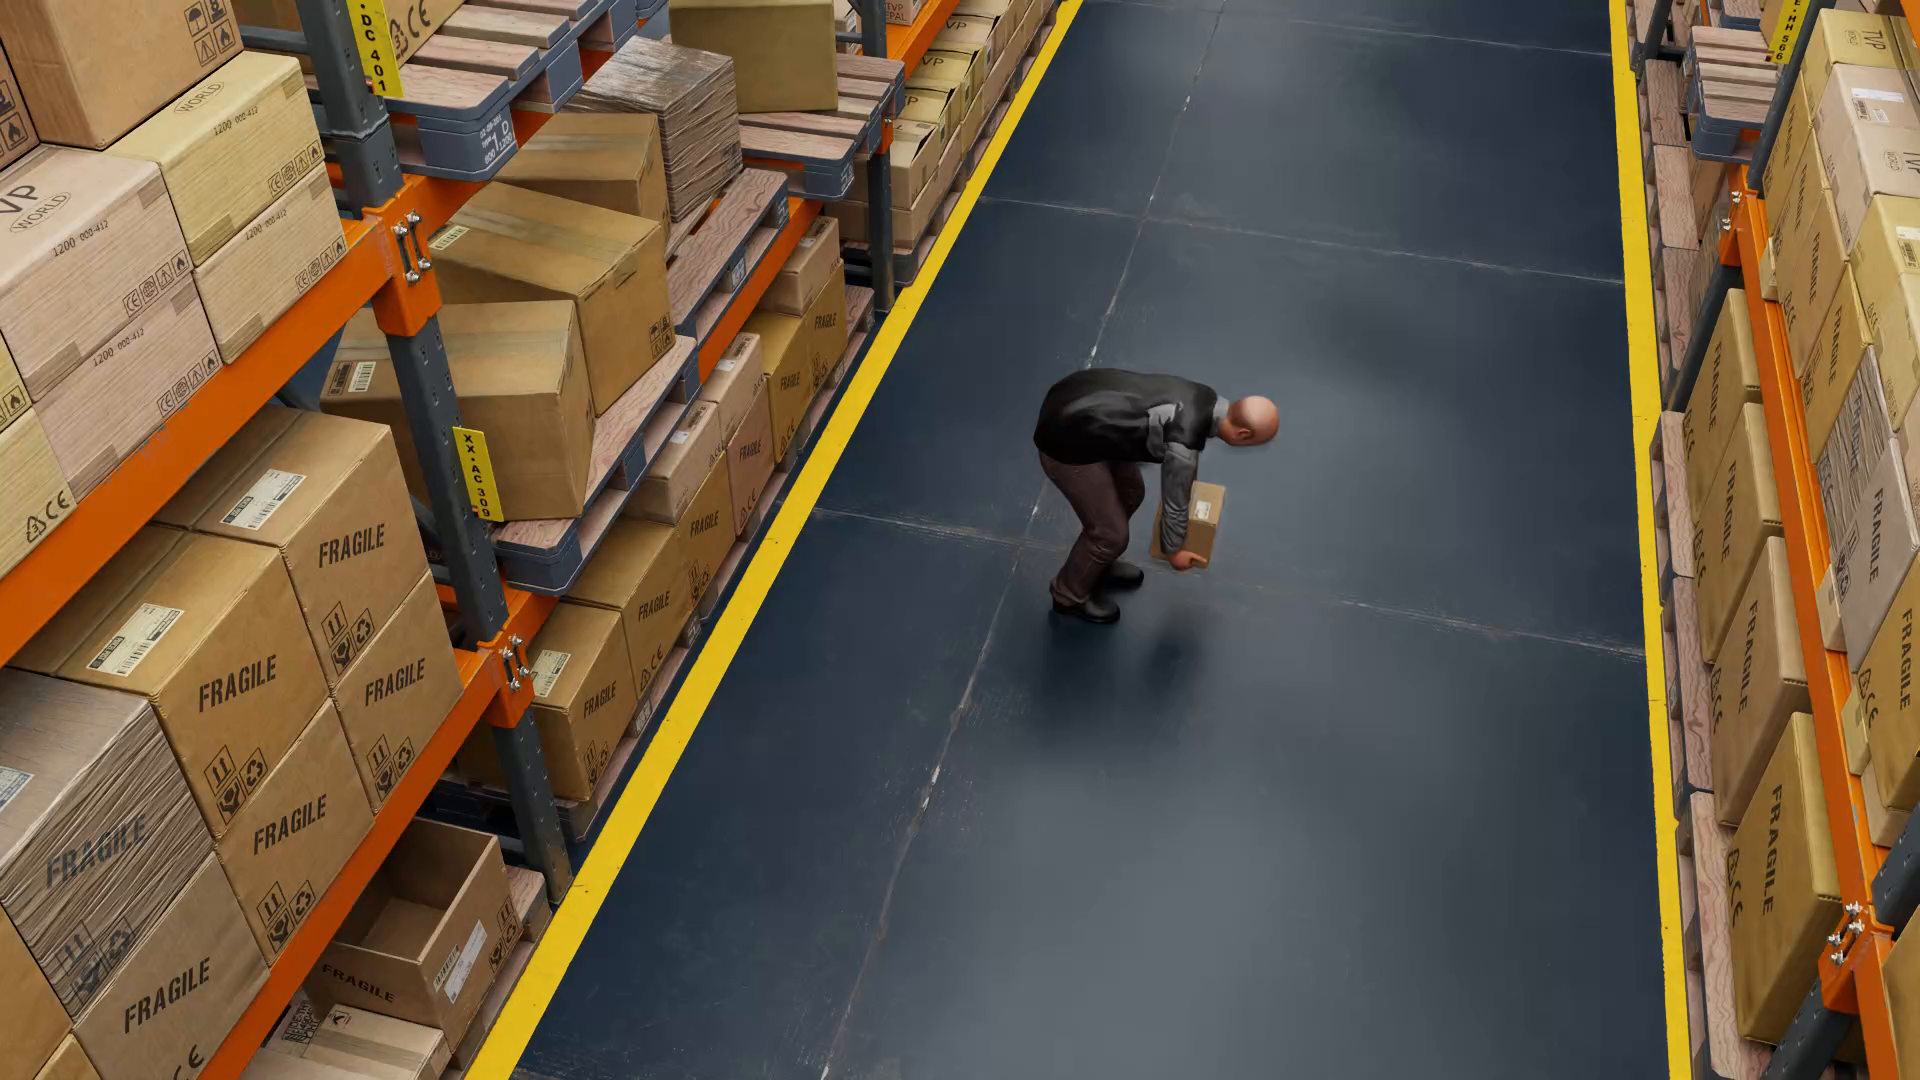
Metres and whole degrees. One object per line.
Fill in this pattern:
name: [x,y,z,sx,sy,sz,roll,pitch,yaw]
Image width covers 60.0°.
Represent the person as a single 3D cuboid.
person: [0.776,-0.178,6.827,0.955,1.145,0.465,9,42,10]
